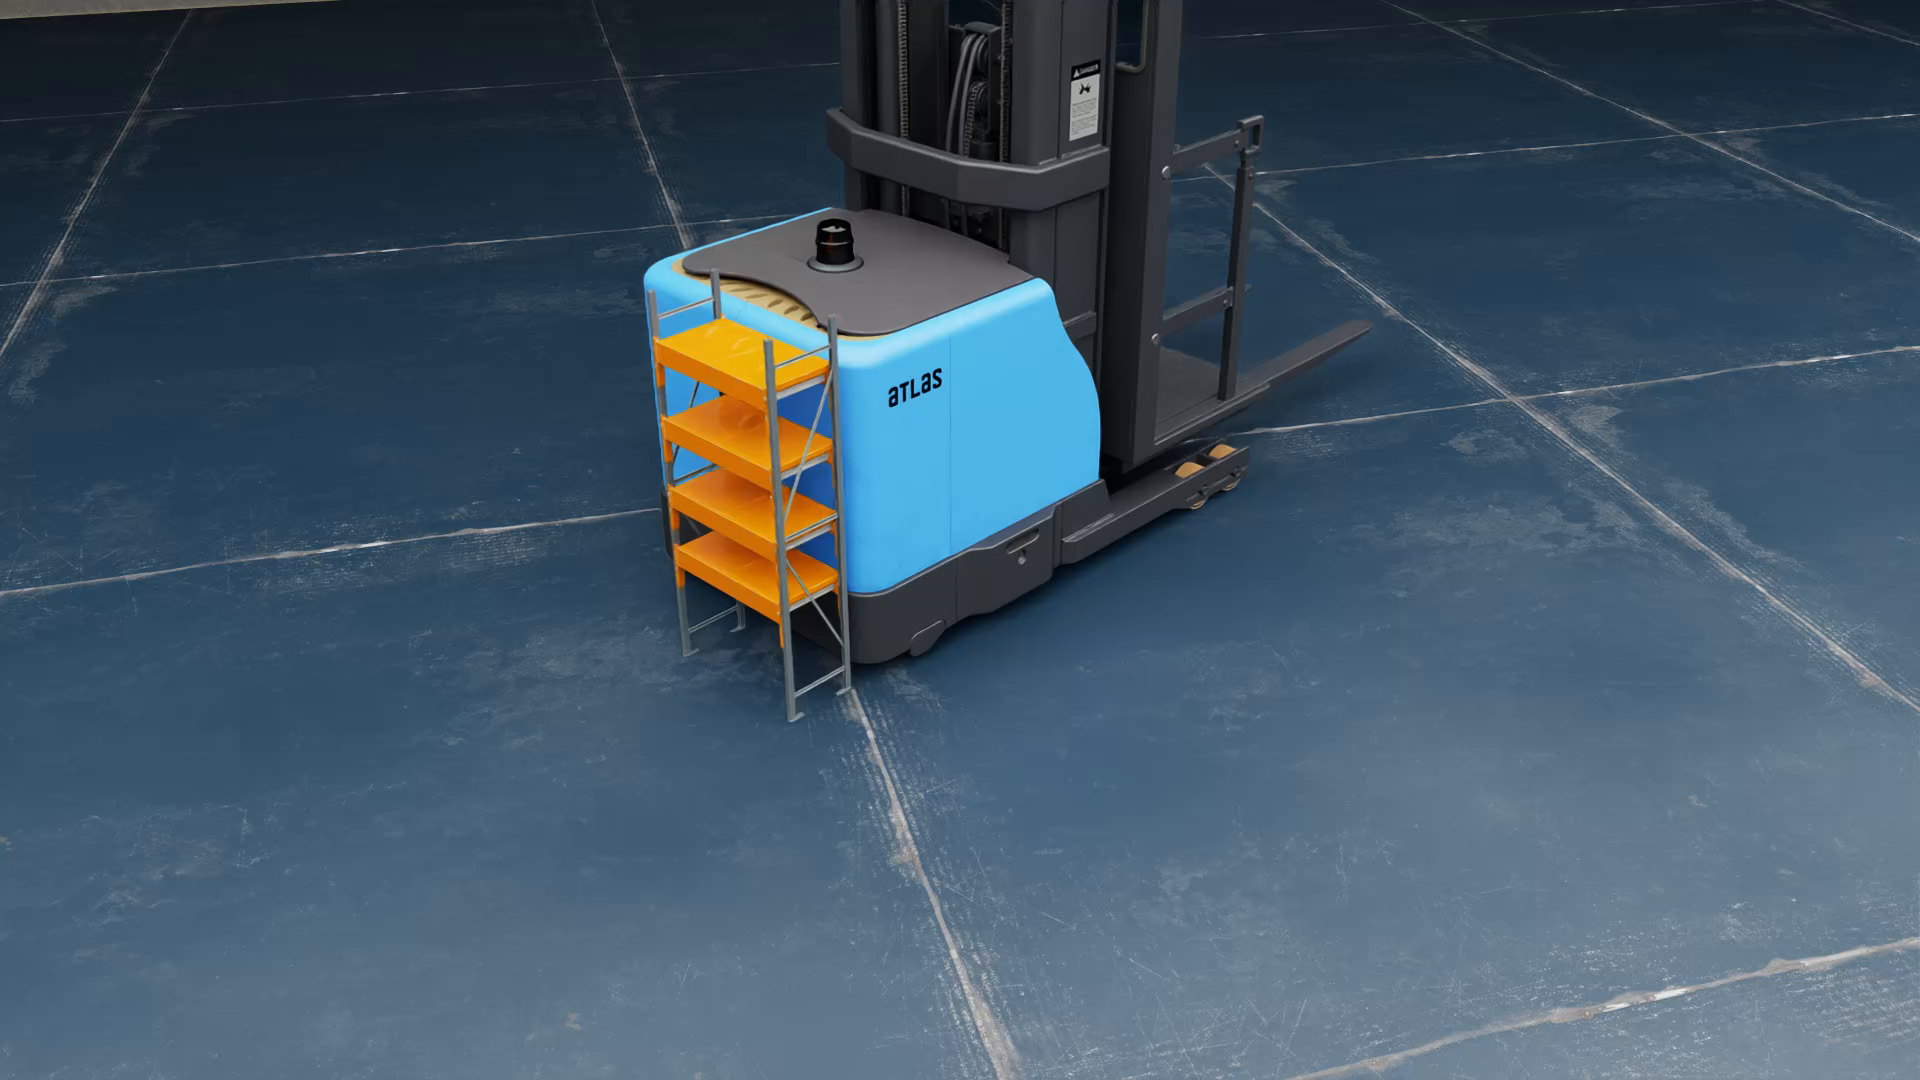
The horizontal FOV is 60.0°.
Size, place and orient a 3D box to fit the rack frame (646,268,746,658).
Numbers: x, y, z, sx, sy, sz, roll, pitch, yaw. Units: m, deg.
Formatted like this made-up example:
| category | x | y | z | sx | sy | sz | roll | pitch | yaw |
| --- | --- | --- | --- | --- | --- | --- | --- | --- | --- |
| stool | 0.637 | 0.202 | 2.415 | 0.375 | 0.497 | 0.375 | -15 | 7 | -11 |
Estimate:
| category | x | y | z | sx | sy | sz | roll | pitch | yaw |
| --- | --- | --- | --- | --- | --- | --- | --- | --- | --- |
| rack frame | -0.766 | -0.201 | 4.899 | 0.015 | 1.200 | 0.240 | 26 | 39 | 37 |

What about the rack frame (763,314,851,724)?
| category | x | y | z | sx | sy | sz | roll | pitch | yaw |
| --- | --- | --- | --- | --- | --- | --- | --- | --- | --- |
| rack frame | -0.414 | -0.032 | 4.607 | 0.015 | 1.200 | 0.240 | 26 | 39 | 37 |

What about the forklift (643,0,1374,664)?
| category | x | y | z | sx | sy | sz | roll | pitch | yaw |
| --- | --- | --- | --- | --- | --- | --- | --- | --- | --- |
| forklift | 0.407 | -1.539 | 5.483 | 1.130 | 2.935 | 3.031 | 26 | 39 | 37 |

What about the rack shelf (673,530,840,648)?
| category | x | y | z | sx | sy | sz | roll | pitch | yaw |
| --- | --- | --- | --- | --- | --- | --- | --- | --- | --- |
| rack shelf | -0.590 | 0.114 | 4.886 | 0.480 | 0.148 | 0.258 | 26 | 39 | 37 |

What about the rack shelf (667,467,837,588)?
| category | x | y | z | sx | sy | sz | roll | pitch | yaw |
| --- | --- | --- | --- | --- | --- | --- | --- | --- | --- |
| rack shelf | -0.590 | -0.058 | 4.787 | 0.480 | 0.148 | 0.258 | 26 | 39 | 37 |

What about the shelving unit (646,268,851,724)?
| category | x | y | z | sx | sy | sz | roll | pitch | yaw |
| --- | --- | --- | --- | --- | --- | --- | --- | --- | --- |
| shelving unit | -0.590 | -0.116 | 4.753 | 0.503 | 1.200 | 0.258 | 26 | 39 | 37 |

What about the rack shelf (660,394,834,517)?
| category | x | y | z | sx | sy | sz | roll | pitch | yaw |
| --- | --- | --- | --- | --- | --- | --- | --- | --- | --- |
| rack shelf | -0.590 | -0.252 | 4.675 | 0.480 | 0.148 | 0.258 | 26 | 39 | 37 |

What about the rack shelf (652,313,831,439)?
| category | x | y | z | sx | sy | sz | roll | pitch | yaw |
| --- | --- | --- | --- | --- | --- | --- | --- | --- | --- |
| rack shelf | -0.590 | -0.456 | 4.556 | 0.480 | 0.148 | 0.258 | 26 | 39 | 37 |
